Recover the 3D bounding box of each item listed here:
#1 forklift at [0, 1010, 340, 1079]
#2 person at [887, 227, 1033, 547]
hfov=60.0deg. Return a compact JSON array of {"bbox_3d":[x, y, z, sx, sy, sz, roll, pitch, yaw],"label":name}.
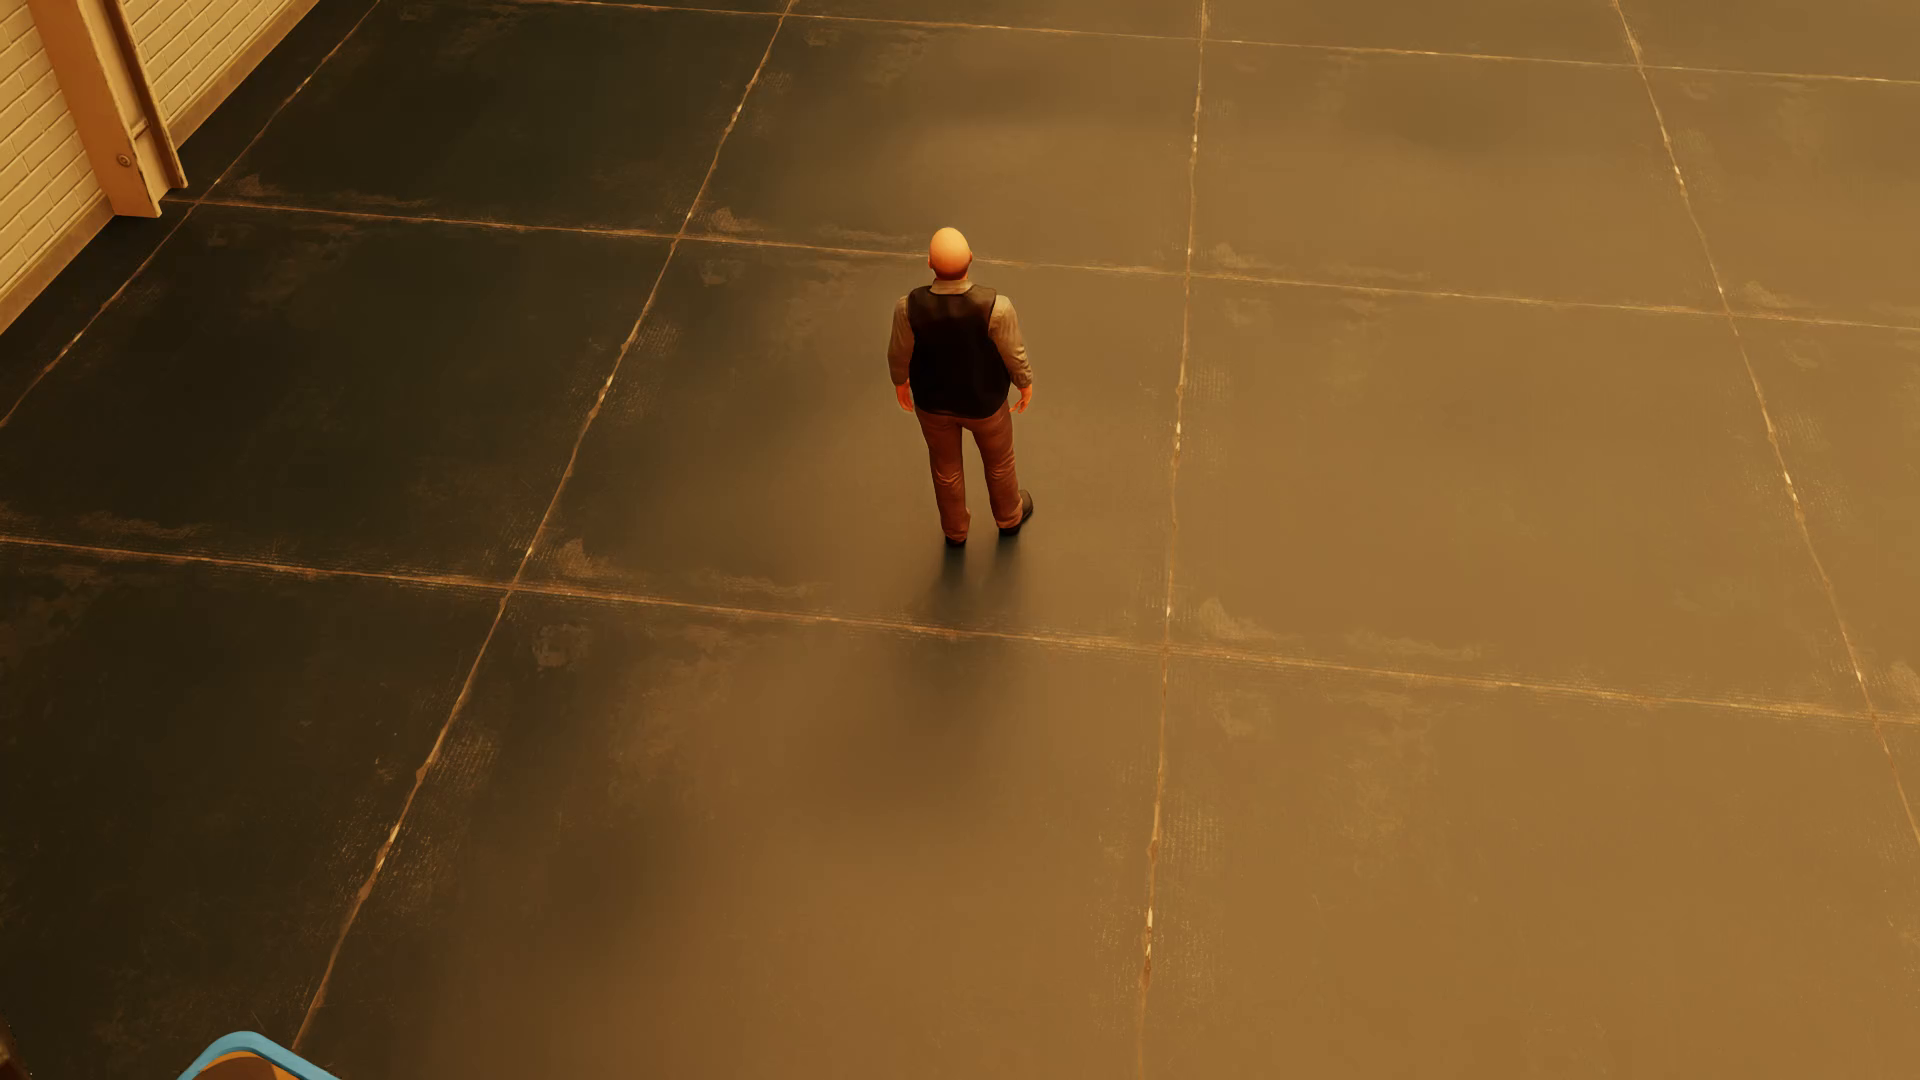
[{"bbox_3d":[-2.360,2.139,3.395,1.130,2.935,3.031,20,46,20],"label":"forklift"},{"bbox_3d":[0.016,-0.680,7.348,0.632,1.720,0.568,5,43,6],"label":"person"}]
